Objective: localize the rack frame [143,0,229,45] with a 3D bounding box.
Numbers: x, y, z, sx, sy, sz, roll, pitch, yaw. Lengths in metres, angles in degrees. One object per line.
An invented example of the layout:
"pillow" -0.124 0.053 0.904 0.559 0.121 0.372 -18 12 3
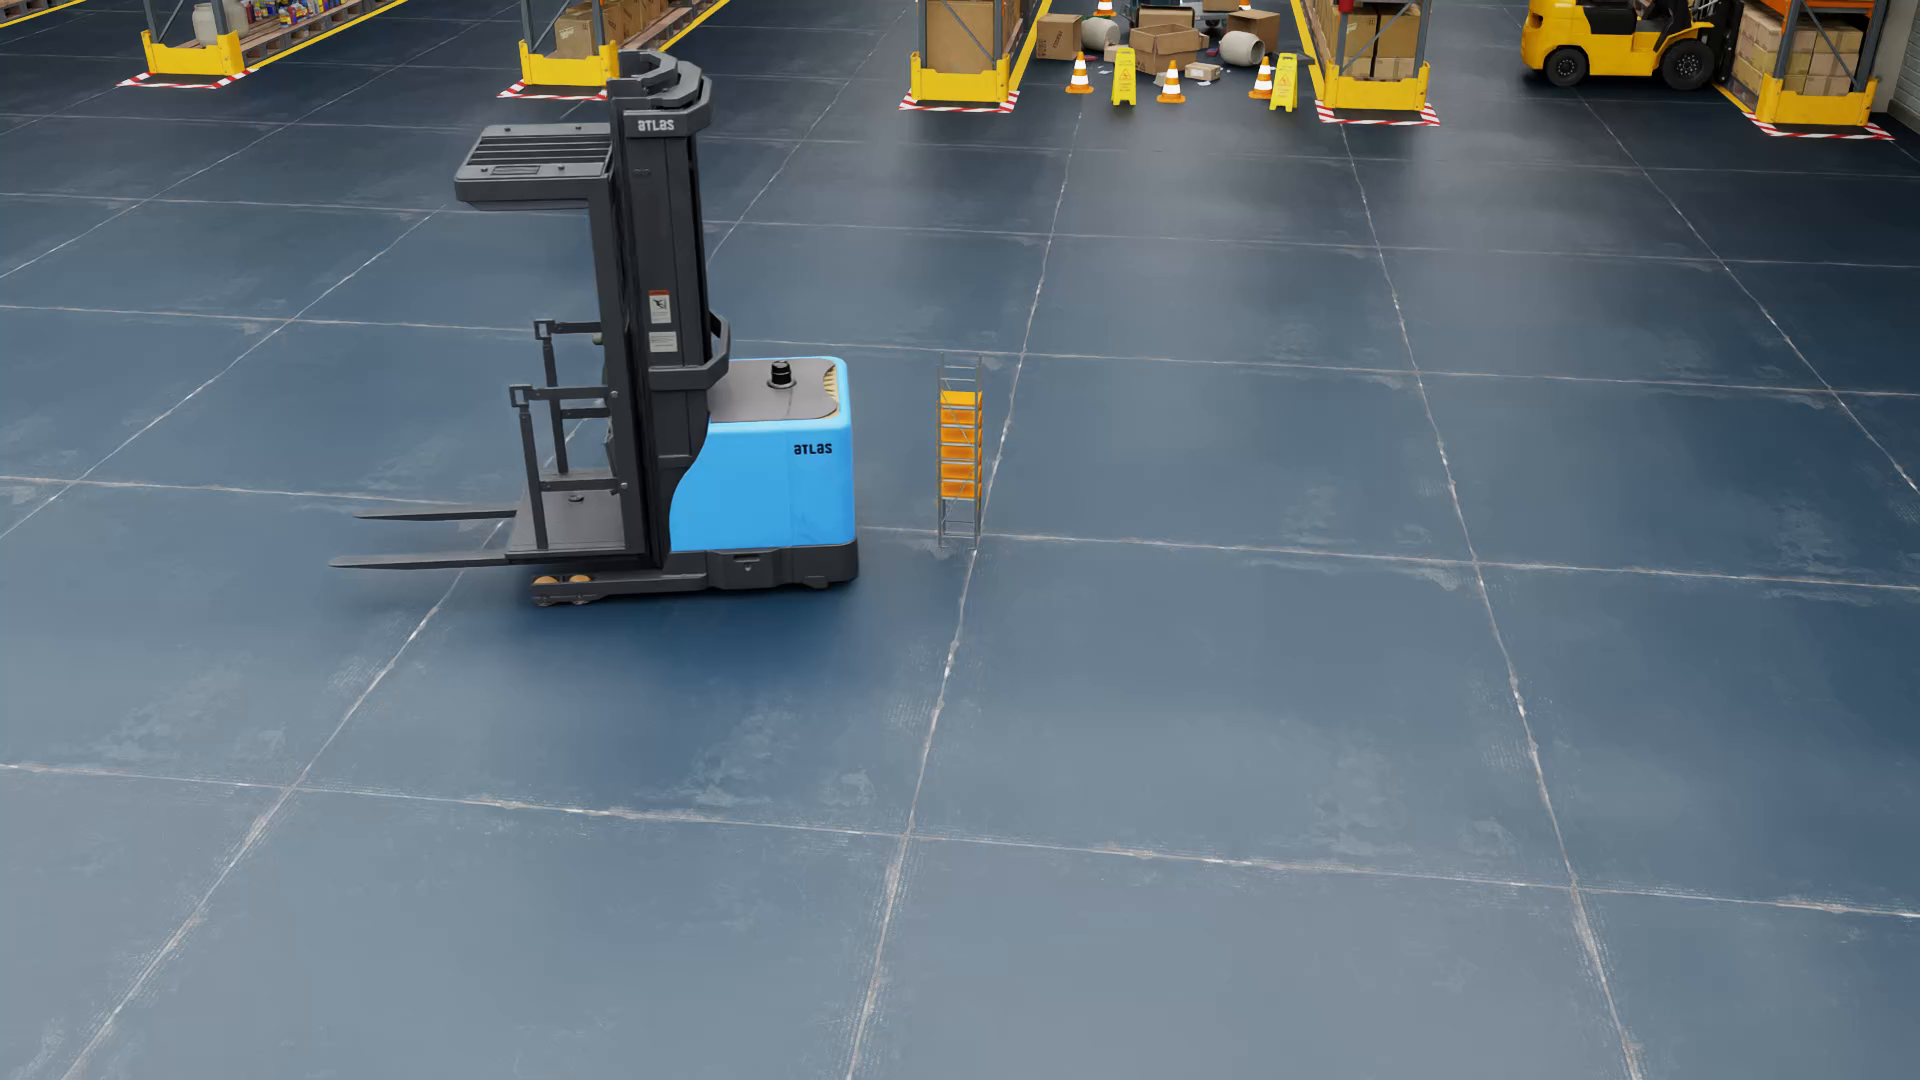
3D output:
"rack frame" -9.820 -7.343 20.718 1.000 3.000 0.127 3 28 6

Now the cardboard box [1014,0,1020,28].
"cardboard box" 0.349 -7.560 22.917 0.875 0.875 0.875 4 29 7

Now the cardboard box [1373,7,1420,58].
"cardboard box" 5.307 -6.159 20.185 0.500 0.500 0.500 2 28 4

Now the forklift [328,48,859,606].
"forklift" -2.142 -1.174 9.339 3.031 2.935 1.130 -2 28 -5

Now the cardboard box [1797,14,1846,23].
"cardboard box" 10.162 -6.058 19.734 0.500 0.250 0.500 3 28 6

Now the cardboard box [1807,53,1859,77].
"cardboard box" 10.121 -5.596 19.404 0.500 0.250 0.500 4 29 7

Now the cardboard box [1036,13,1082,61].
"cardboard box" 1.324 -6.713 22.180 0.500 0.500 0.500 8 29 15

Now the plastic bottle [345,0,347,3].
"plastic bottle" -9.065 -7.999 24.421 0.097 0.201 0.097 0 28 0

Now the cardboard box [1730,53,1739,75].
"cardboard box" 9.742 -5.875 20.449 0.500 0.250 0.500 4 29 7

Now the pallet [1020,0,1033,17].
"pallet" 0.516 -7.742 24.399 1.003 0.211 1.213 3 28 6

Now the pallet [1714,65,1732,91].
"pallet" 10.062 -5.900 20.979 1.003 0.211 1.213 3 28 6

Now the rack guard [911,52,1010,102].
"rack guard" 0.003 -5.608 20.132 1.175 0.500 0.348 3 28 6

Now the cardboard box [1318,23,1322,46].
"cardboard box" 4.964 -6.573 21.744 0.500 0.250 0.500 3 28 6

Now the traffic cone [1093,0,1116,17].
"traffic cone" 2.159 -8.029 24.665 0.336 0.463 0.334 3 28 6

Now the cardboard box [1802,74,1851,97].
"cardboard box" 10.112 -5.387 19.543 0.500 0.250 0.500 3 29 6

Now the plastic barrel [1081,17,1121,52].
"plastic barrel" 1.879 -6.845 22.509 0.421 0.421 0.512 -24 36 -37

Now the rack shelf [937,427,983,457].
"rack shelf" -0.002 -0.588 9.917 0.258 0.103 0.180 3 28 6

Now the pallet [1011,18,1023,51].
"pallet" 0.325 -7.021 23.060 1.003 0.211 1.213 3 28 6

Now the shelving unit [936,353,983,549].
"shelving unit" -0.002 -0.521 9.953 0.258 1.200 0.189 3 28 6

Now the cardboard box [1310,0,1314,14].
"cardboard box" 5.483 -7.637 23.591 0.950 0.372 0.625 4 29 7

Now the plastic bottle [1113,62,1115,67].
"plastic bottle" 2.078 -6.181 21.659 0.133 0.061 0.283 -6 29 -11

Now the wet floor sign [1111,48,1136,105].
"wet floor sign" 1.967 -5.554 19.879 0.267 0.644 0.232 -1 28 -3

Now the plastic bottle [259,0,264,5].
"plastic bottle" -9.916 -7.609 23.540 0.144 0.351 0.185 3 28 6

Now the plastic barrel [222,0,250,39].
"plastic barrel" -9.754 -6.983 22.229 0.421 0.512 0.421 0 28 0

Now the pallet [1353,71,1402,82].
"pallet" 5.075 -5.668 20.548 1.003 0.211 1.213 3 28 6

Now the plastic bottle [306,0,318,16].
"plastic bottle" -9.210 -7.582 23.569 0.152 0.276 0.135 4 29 7

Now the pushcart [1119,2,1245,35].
"pushcart" 3.152 -7.317 23.433 1.648 0.377 0.936 -6 29 -11

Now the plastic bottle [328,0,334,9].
"plastic bottle" -9.146 -7.843 23.975 0.144 0.351 0.185 2 28 4

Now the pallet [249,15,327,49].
"pallet" -9.601 -7.109 23.223 1.003 0.211 1.213 3 28 6

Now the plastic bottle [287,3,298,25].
"plastic bottle" -9.243 -7.282 23.004 0.061 0.283 0.133 4 29 7

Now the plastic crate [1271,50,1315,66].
"plastic crate" 4.415 -6.385 22.018 0.402 0.080 0.583 -6 29 -11

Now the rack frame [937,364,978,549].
"rack frame" -0.013 -0.478 9.873 0.240 1.200 0.006 3 28 6

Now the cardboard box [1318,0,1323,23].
"cardboard box" 5.027 -7.152 22.028 0.500 0.500 0.500 4 29 8

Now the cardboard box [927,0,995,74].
"cardboard box" 0.023 -6.292 20.564 0.875 0.875 0.875 4 29 6

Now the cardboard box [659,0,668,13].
"cardboard box" -4.503 -7.837 23.826 0.500 0.500 0.500 3 28 5

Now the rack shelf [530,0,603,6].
"rack shelf" -4.659 -7.680 22.101 1.077 0.370 4.000 3 28 6

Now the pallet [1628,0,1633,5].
"pallet" 10.698 -8.346 25.518 1.003 0.211 1.213 3 28 6

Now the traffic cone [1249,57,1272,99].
"traffic cone" 3.703 -5.640 20.231 0.336 0.463 0.334 3 28 6

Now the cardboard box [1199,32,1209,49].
"cardboard box" 3.191 -6.900 22.777 0.258 0.266 0.396 -17 33 -29

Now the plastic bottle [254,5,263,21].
"plastic bottle" -9.829 -7.379 23.270 0.097 0.201 0.097 0 28 0

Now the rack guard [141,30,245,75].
"rack guard" -9.857 -6.281 21.382 1.175 0.500 0.348 3 28 6

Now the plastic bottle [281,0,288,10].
"plastic bottle" -9.739 -7.787 23.955 0.097 0.271 0.097 0 28 0

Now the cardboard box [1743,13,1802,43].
"cardboard box" 9.661 -6.083 19.780 0.500 0.250 0.500 4 29 7

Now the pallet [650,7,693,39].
"pallet" -4.461 -7.392 23.749 1.003 0.211 1.213 3 28 6

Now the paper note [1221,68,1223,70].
"paper note" 3.324 -6.119 21.588 0.148 0.019 0.142 14 31 24

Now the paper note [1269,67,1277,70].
"paper note" 4.039 -6.138 21.610 0.142 0.019 0.148 -6 29 -11

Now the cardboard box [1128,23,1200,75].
"cardboard box" 2.634 -6.354 21.514 0.797 0.503 0.637 -17 33 -29

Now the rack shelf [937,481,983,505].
"rack shelf" -0.002 -0.271 10.088 0.258 0.103 0.180 3 28 6

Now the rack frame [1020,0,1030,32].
"rack frame" 0.496 -8.602 23.055 1.000 3.000 0.127 3 28 6

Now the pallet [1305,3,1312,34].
"pallet" 5.515 -7.501 23.951 1.003 0.211 1.213 3 28 6

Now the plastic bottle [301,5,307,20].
"plastic bottle" -9.222 -7.395 23.301 0.097 0.201 0.097 0 28 0

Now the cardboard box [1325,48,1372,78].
"cardboard box" 4.766 -5.861 20.423 0.500 0.250 0.500 3 28 6

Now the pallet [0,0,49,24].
"pallet" -14.385 -7.916 24.721 1.003 0.211 1.213 3 28 6

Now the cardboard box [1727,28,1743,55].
"cardboard box" 9.722 -6.114 20.365 0.500 0.250 0.500 3 28 5

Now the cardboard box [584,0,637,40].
"cardboard box" -4.677 -7.010 22.291 0.500 0.500 0.500 6 29 11

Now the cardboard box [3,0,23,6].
"cardboard box" -14.156 -8.024 24.438 0.500 0.250 0.500 3 28 6

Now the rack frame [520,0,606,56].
"rack frame" -4.904 -7.055 20.183 1.000 3.000 0.127 3 28 6

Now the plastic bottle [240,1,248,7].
"plastic bottle" -9.972 -7.345 23.128 0.152 0.276 0.135 4 29 7

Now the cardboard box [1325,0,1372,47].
"cardboard box" 4.831 -6.422 20.673 0.500 0.500 0.500 4 29 8
